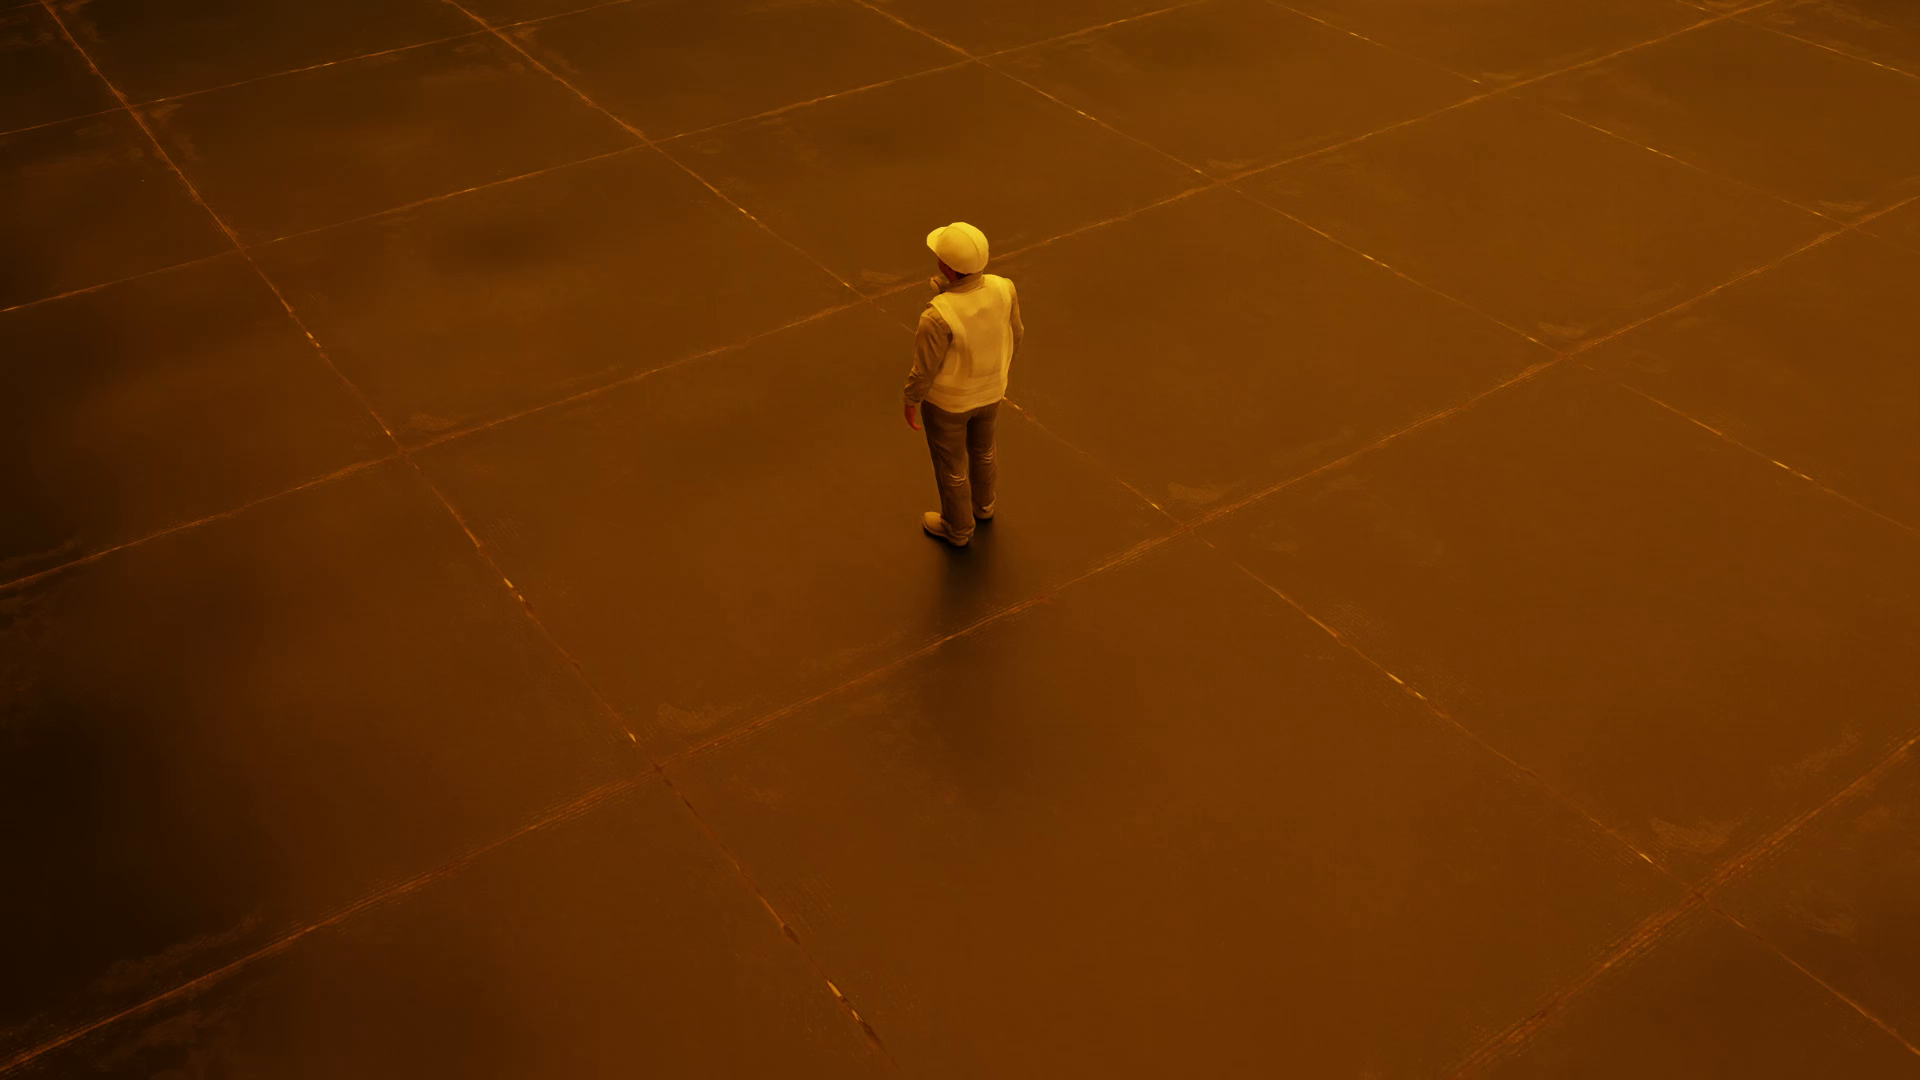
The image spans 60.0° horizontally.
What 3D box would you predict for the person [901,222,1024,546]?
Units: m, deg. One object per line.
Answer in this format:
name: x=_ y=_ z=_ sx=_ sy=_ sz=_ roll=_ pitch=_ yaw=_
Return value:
person: x=-0.029 y=-0.752 z=7.922 sx=0.632 sy=1.773 sz=0.568 roll=-23 pitch=42 yaw=-28
